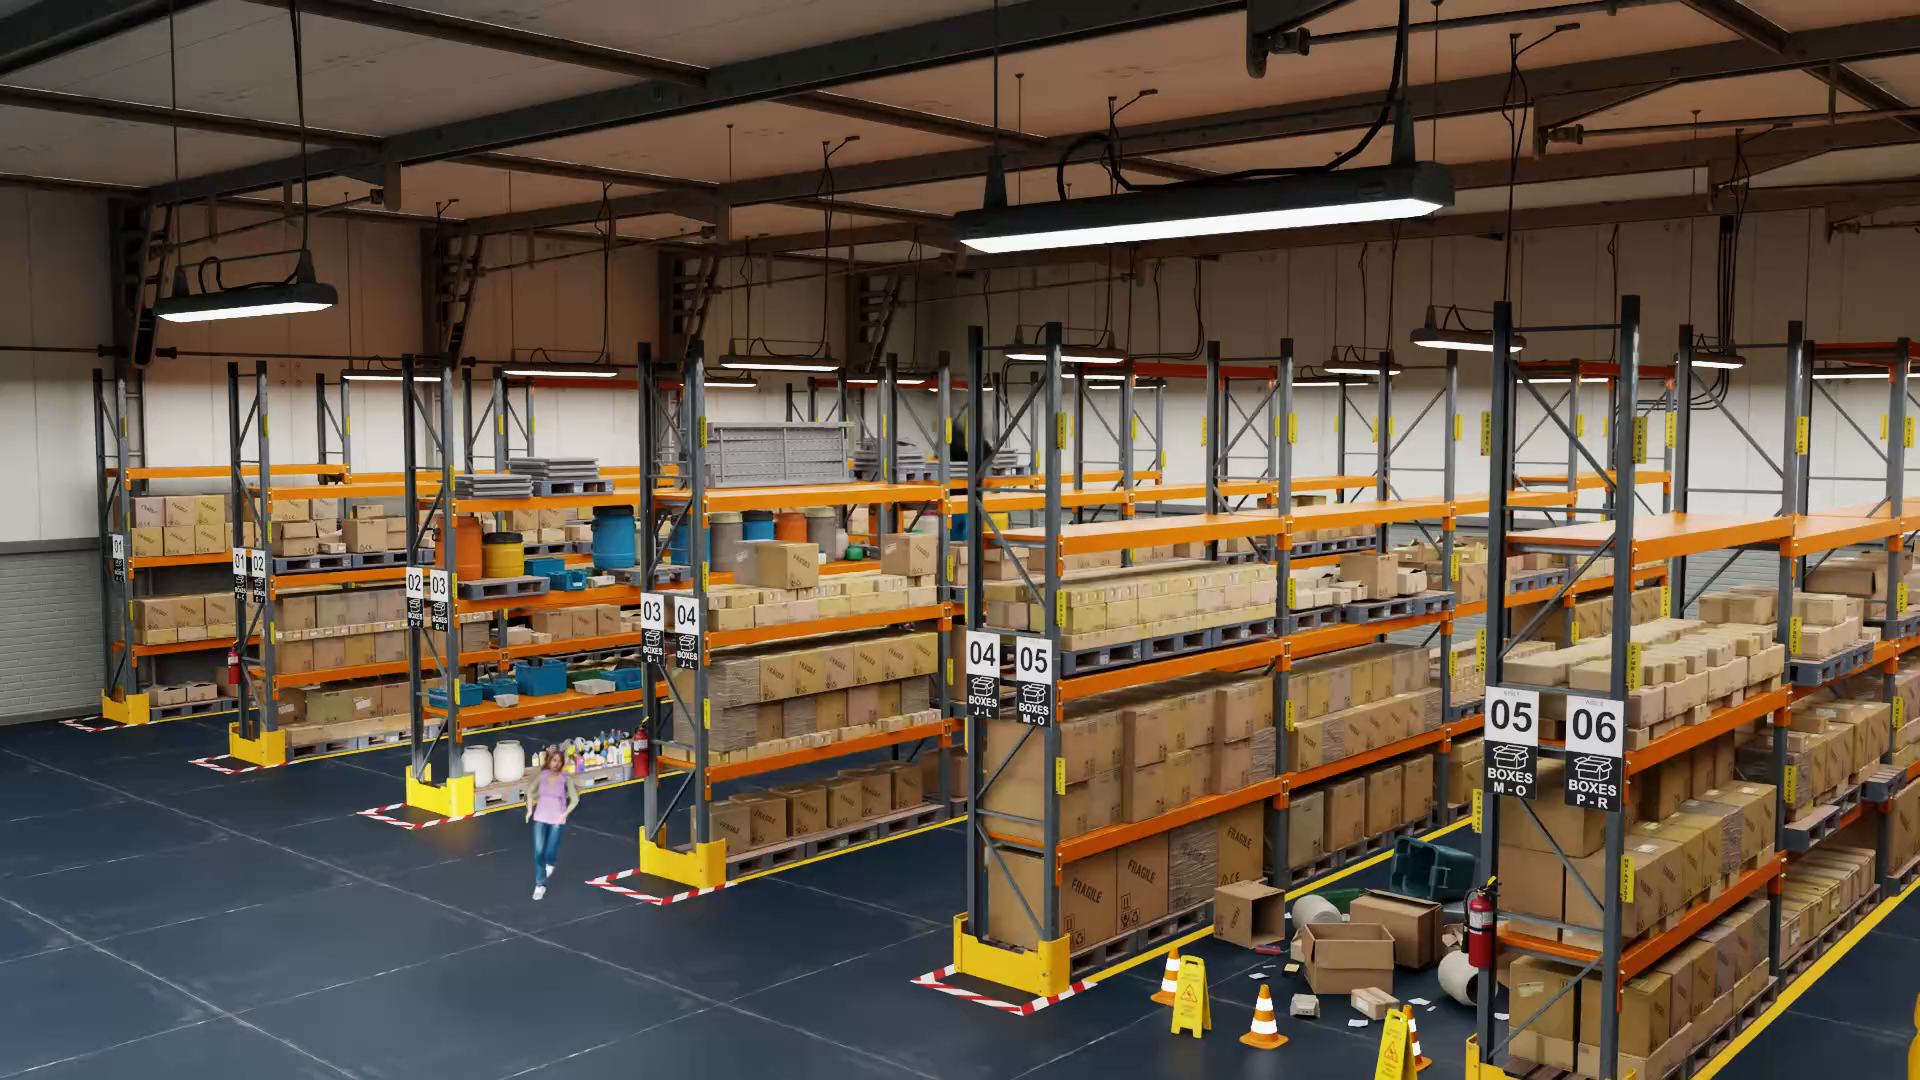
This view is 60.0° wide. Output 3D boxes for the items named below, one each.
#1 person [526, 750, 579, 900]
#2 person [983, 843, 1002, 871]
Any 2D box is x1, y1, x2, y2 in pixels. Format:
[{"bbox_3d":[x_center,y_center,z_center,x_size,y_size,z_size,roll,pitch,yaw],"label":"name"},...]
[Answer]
[{"bbox_3d":[-4.437,3.066,18.120,0.583,1.574,0.644,0,4,-2],"label":"person"},{"bbox_3d":[0.438,3.058,17.754,0.618,1.626,0.553,2,5,28],"label":"person"}]
